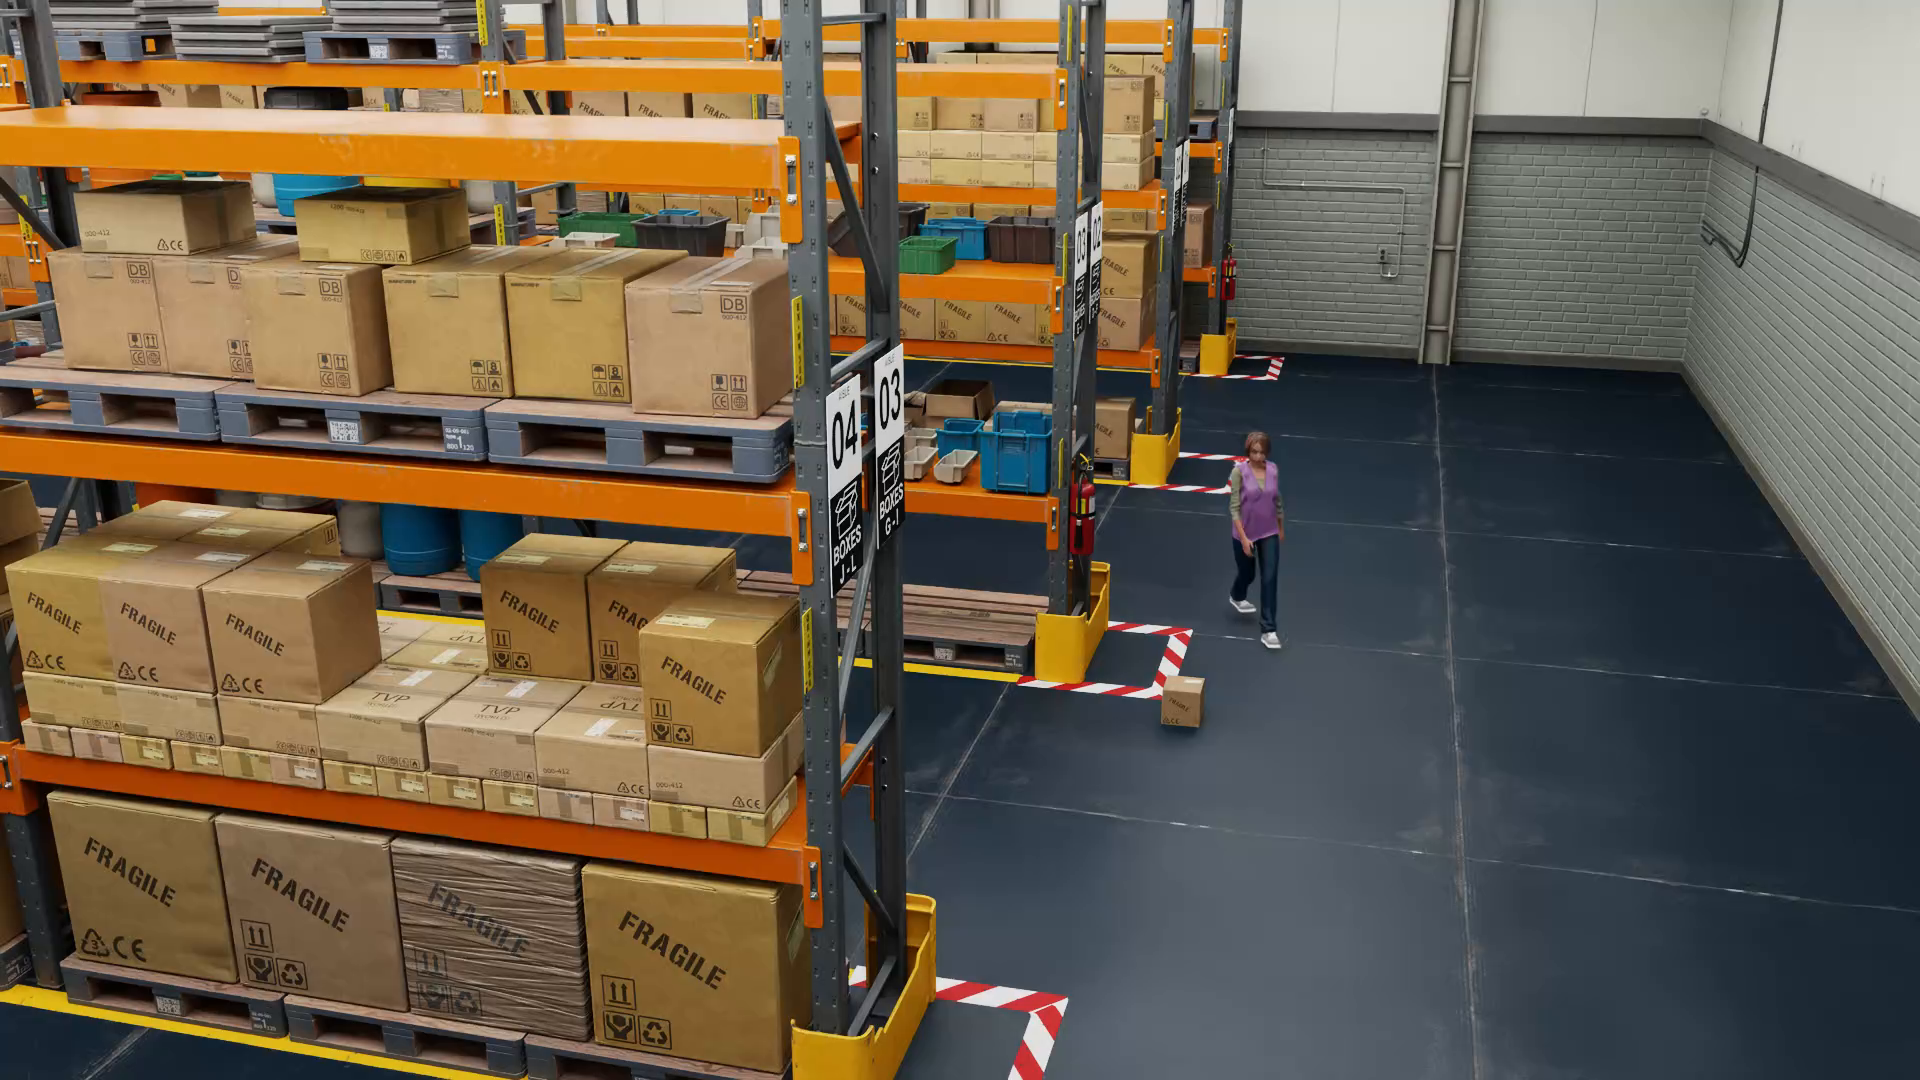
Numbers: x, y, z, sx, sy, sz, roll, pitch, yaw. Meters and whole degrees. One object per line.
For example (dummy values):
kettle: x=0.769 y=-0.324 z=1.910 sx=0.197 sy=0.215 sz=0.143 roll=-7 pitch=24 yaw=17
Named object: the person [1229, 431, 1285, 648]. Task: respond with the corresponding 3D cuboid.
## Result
person: x=2.196 y=-0.047 z=12.223 sx=0.479 sy=1.545 sz=0.876 roll=-2 pitch=19 yaw=-5
